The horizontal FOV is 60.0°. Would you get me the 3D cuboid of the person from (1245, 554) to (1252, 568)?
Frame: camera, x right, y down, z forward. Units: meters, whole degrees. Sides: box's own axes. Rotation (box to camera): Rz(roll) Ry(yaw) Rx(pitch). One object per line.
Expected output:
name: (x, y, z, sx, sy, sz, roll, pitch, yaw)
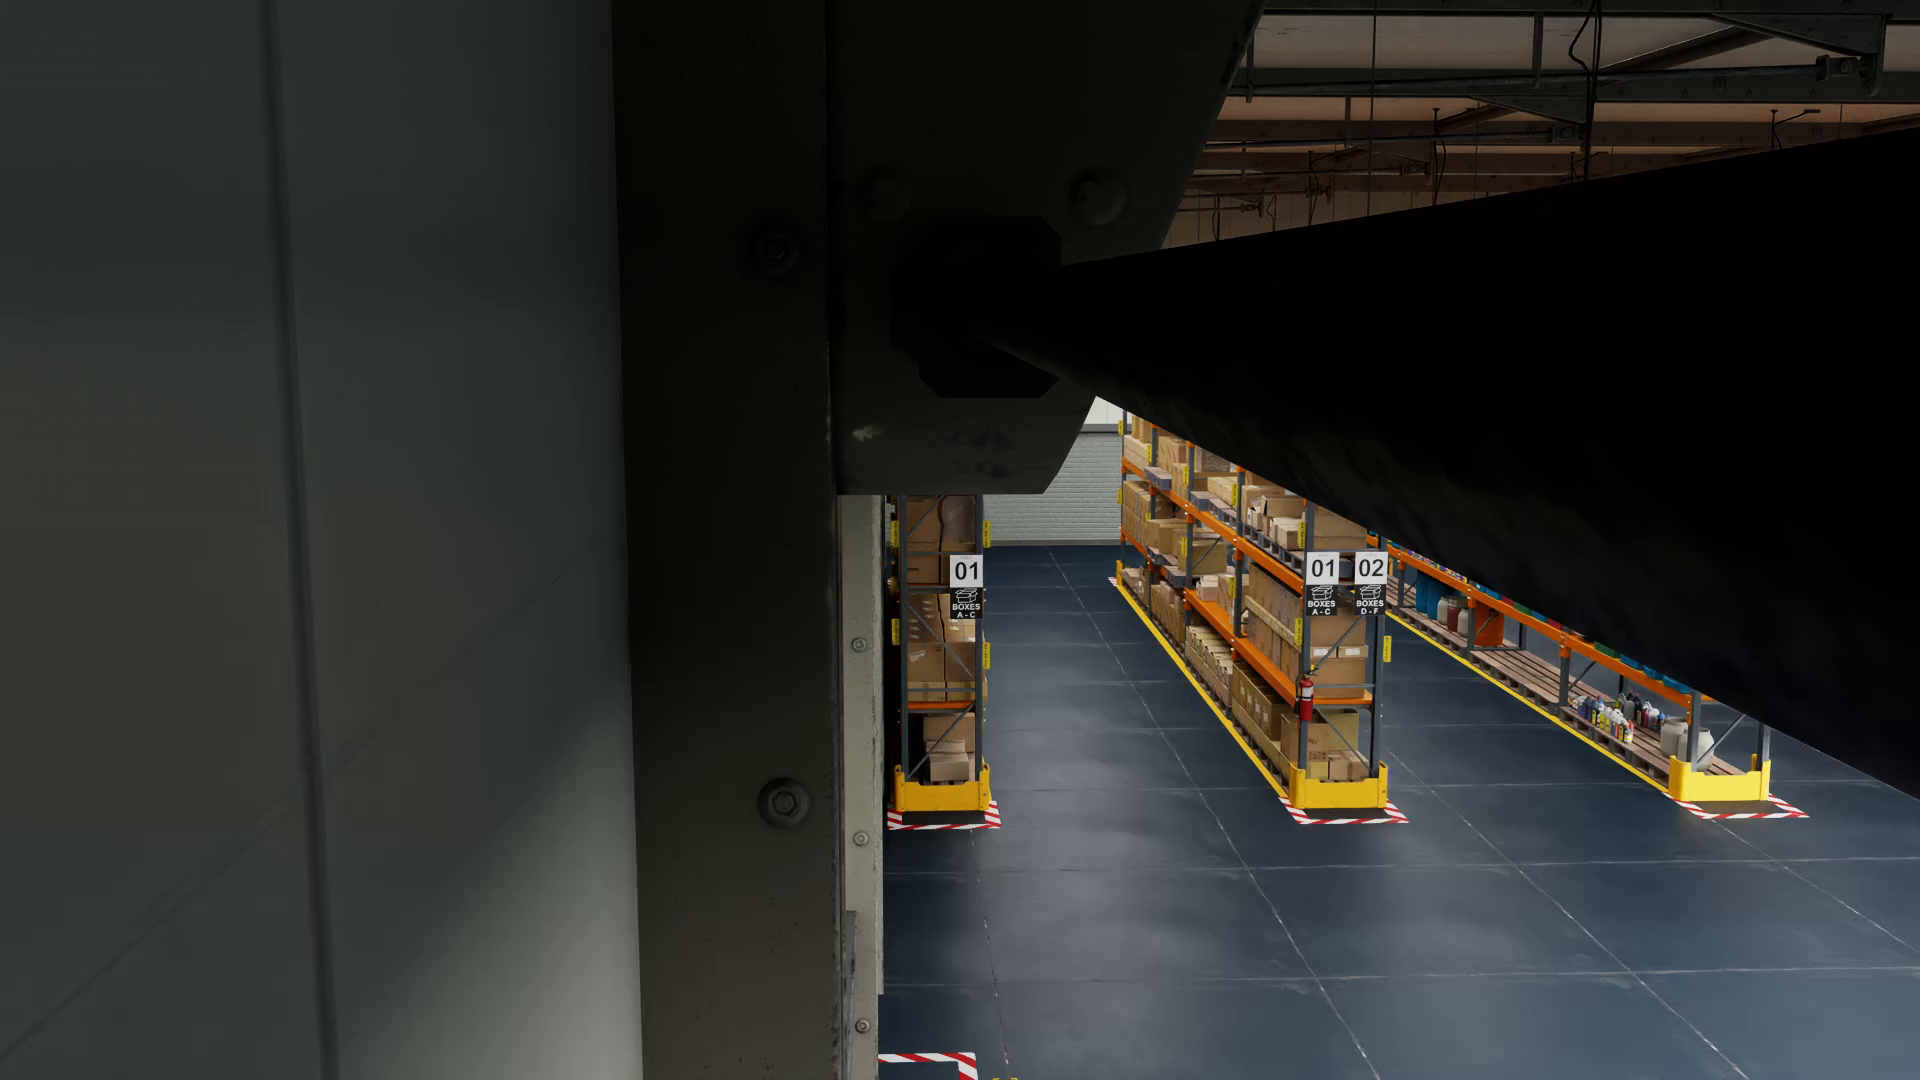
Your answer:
person: (6.714, -0.175, 38.352, 0.497, 1.611, 0.438, -4, 9, -24)
